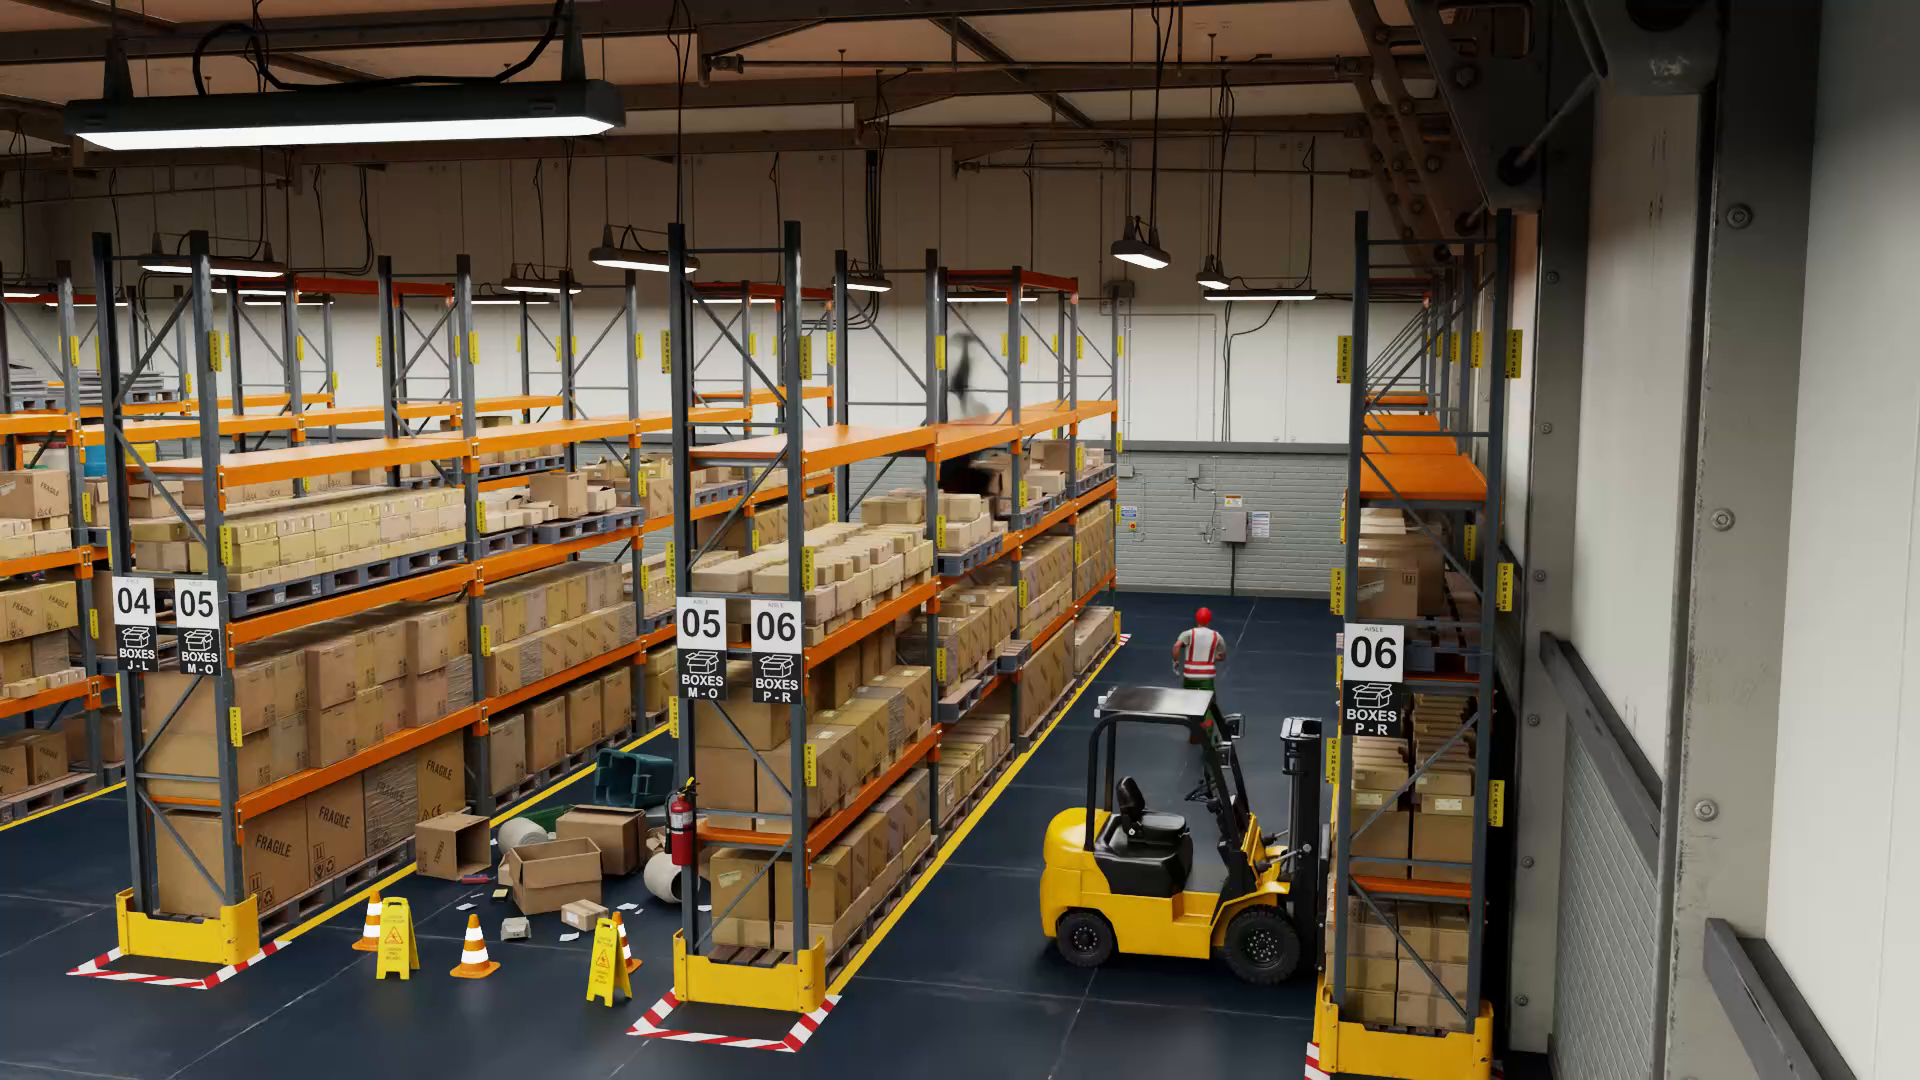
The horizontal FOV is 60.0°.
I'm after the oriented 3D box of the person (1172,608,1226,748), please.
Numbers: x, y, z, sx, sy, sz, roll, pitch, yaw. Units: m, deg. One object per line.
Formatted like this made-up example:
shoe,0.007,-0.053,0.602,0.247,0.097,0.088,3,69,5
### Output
person,2.997,1.734,20.880,0.671,1.783,0.884,1,7,8
